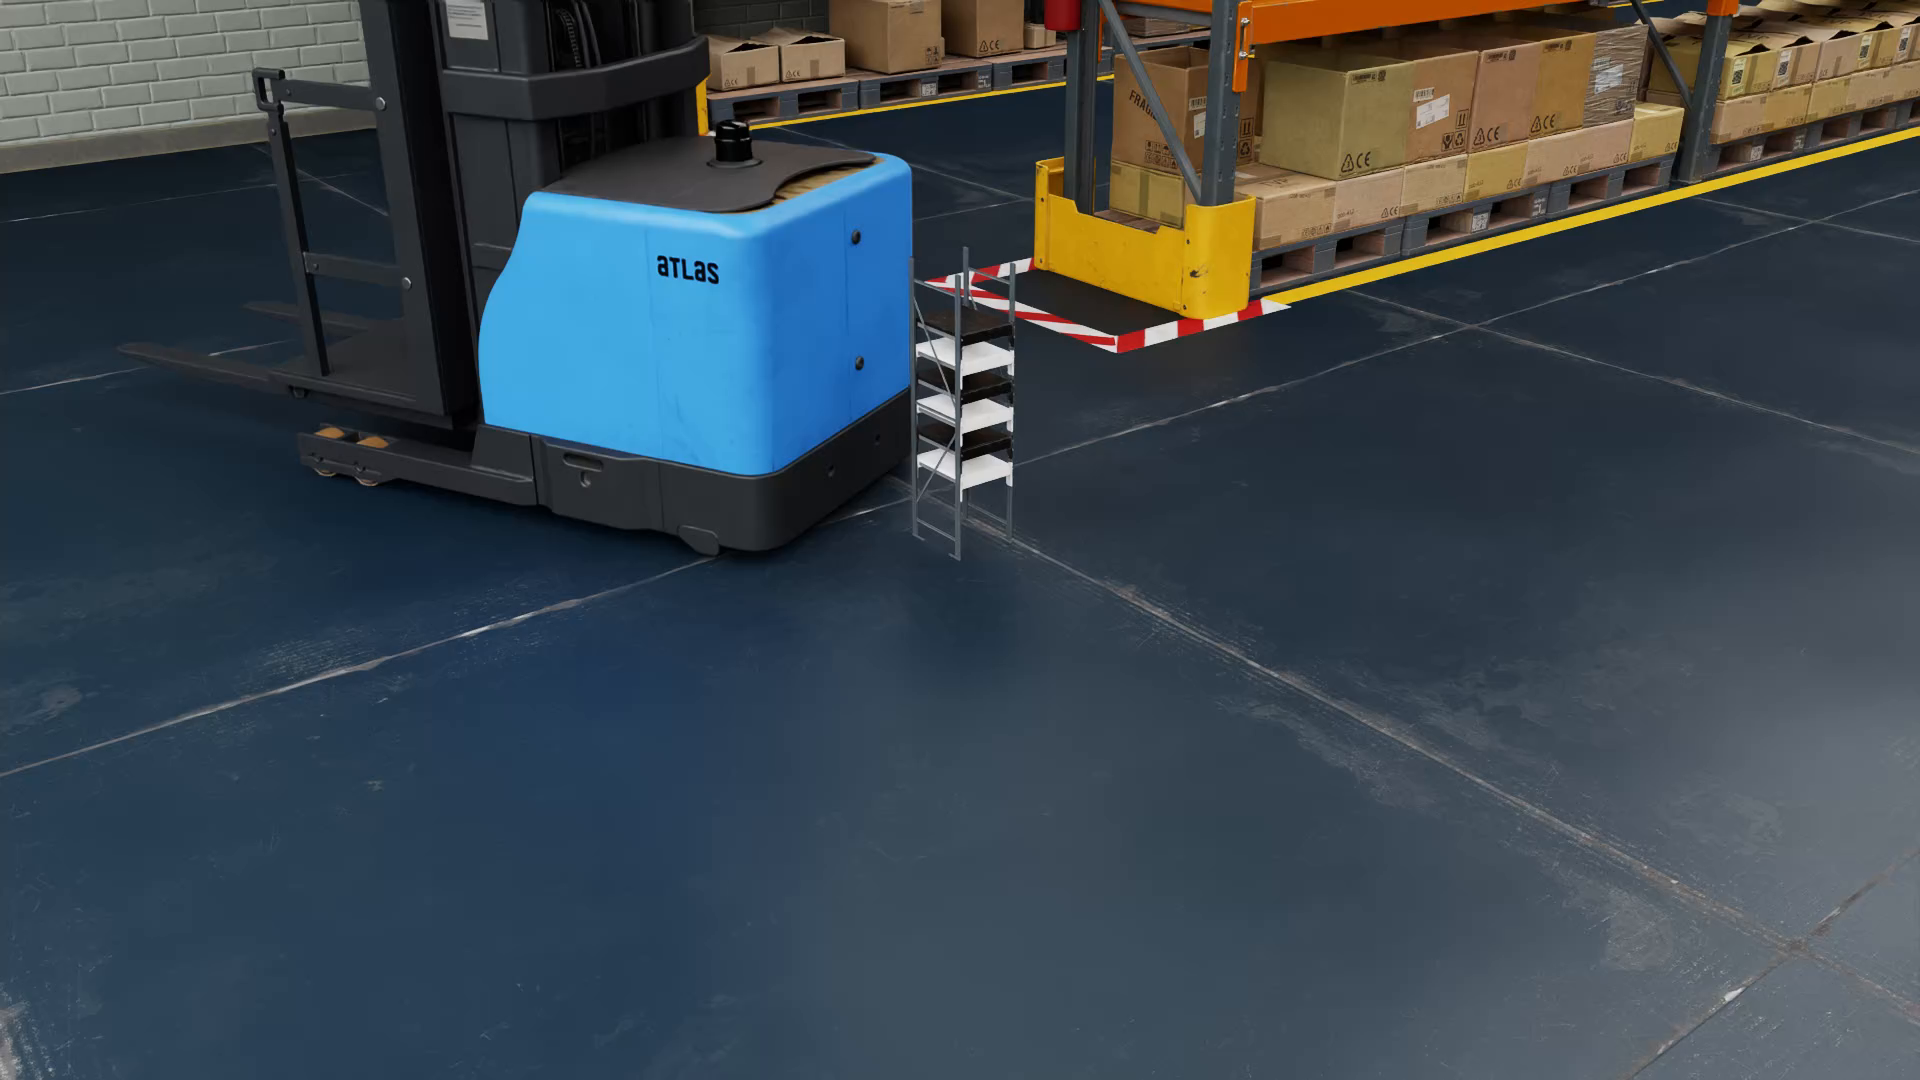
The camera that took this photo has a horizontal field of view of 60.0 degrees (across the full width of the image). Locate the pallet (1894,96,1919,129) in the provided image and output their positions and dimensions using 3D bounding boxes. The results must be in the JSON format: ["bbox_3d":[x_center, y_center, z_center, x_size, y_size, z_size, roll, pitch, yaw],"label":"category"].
[{"bbox_3d":[6.474,-3.180,11.851,1.213,0.211,1.003,-18,31,-34],"label":"pallet"}]

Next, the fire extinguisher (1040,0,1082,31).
[{"bbox_3d":[0.471,-2.656,7.501,0.183,0.674,0.296,-18,31,-34],"label":"fire extinguisher"}]

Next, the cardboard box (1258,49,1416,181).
[{"bbox_3d":[1.802,-2.047,7.974,0.500,0.500,0.500,-18,31,-34],"label":"cardboard box"}]

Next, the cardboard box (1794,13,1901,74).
[{"bbox_3d":[5.686,-3.229,10.745,0.500,0.311,0.500,-17,30,-33],"label":"cardboard box"}]

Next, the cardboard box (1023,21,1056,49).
[{"bbox_3d":[0.536,-4.012,13.175,0.380,0.166,0.250,22,33,39],"label":"cardboard box"}]

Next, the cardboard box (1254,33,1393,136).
[{"bbox_3d":[1.867,-2.353,8.634,0.500,0.500,0.500,-18,31,-34],"label":"cardboard box"}]

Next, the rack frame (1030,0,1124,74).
[{"bbox_3d":[0.939,-5.247,12.992,0.127,3.000,1.000,-18,31,-34],"label":"rack frame"}]

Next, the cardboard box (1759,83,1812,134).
[{"bbox_3d":[4.872,-2.705,10.282,0.500,0.250,0.500,-17,30,-33],"label":"cardboard box"}]

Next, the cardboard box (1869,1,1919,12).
[{"bbox_3d":[6.481,-3.488,11.305,0.500,0.311,0.500,-19,31,-35],"label":"cardboard box"}]

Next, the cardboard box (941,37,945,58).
[{"bbox_3d":[-0.332,-3.744,12.618,0.250,0.149,0.380,-21,32,-38],"label":"cardboard box"}]

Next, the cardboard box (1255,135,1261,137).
[{"bbox_3d":[1.869,-2.012,8.790,0.500,0.250,0.500,-18,31,-34],"label":"cardboard box"}]

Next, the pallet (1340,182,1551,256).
[{"bbox_3d":[2.386,-1.830,8.943,1.213,0.211,1.003,-18,31,-34],"label":"pallet"}]

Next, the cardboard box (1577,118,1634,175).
[{"bbox_3d":[3.369,-2.230,9.260,0.500,0.250,0.500,-18,31,-34],"label":"cardboard box"}]

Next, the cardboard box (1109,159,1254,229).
[{"bbox_3d":[1.091,-1.748,8.221,0.500,0.250,0.500,-18,31,-34],"label":"cardboard box"}]

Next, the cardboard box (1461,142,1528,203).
[{"bbox_3d":[2.592,-1.965,8.689,0.500,0.250,0.500,-18,31,-34],"label":"cardboard box"}]

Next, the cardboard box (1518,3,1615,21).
[{"bbox_3d":[3.440,-2.873,9.754,0.500,0.500,0.500,-18,31,-34],"label":"cardboard box"}]

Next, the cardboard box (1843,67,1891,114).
[{"bbox_3d":[5.679,-2.972,10.858,0.500,0.250,0.500,-18,30,-33],"label":"cardboard box"}]

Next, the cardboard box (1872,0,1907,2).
[{"bbox_3d":[6.553,-3.804,11.986,0.500,0.311,0.500,-17,30,-32],"label":"cardboard box"}]

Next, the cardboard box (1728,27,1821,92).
[{"bbox_3d":[4.875,-2.957,10.160,0.500,0.311,0.500,-19,31,-35],"label":"cardboard box"}]

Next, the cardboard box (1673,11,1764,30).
[{"bbox_3d":[4.940,-3.270,10.835,0.500,0.311,0.500,-18,31,-34],"label":"cardboard box"}]

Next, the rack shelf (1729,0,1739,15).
[{"bbox_3d":[5.572,-3.800,10.729,4.000,0.370,1.077,-18,31,-34],"label":"rack shelf"}]

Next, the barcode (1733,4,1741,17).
[{"bbox_3d":[4.456,-3.036,9.535,0.075,0.075,0.001,-18,31,-34],"label":"barcode"}]

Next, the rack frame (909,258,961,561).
[{"bbox_3d":[-0.074,-0.384,5.008,0.006,0.900,0.240,-18,31,-34],"label":"rack frame"}]

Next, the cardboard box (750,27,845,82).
[{"bbox_3d":[-1.160,-3.485,11.868,0.500,0.311,0.500,-15,29,-30],"label":"cardboard box"}]

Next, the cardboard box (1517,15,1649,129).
[{"bbox_3d":[3.368,-2.571,9.103,0.500,0.500,0.500,-18,31,-34],"label":"cardboard box"}]

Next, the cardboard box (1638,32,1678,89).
[{"bbox_3d":[4.140,-3.004,10.262,0.500,0.311,0.500,-18,31,-34],"label":"cardboard box"}]

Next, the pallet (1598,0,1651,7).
[{"bbox_3d":[6.674,-5.834,17.571,1.213,0.211,1.003,-18,31,-34],"label":"pallet"}]

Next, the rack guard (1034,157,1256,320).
[{"bbox_3d":[0.832,-1.427,7.732,0.348,0.500,1.175,-18,31,-34],"label":"rack guard"}]

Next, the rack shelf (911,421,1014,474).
[{"bbox_3d":[0.006,-0.298,5.117,0.200,0.077,0.258,-18,31,-34],"label":"rack shelf"}]

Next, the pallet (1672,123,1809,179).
[{"bbox_3d":[4.554,-2.546,10.485,1.213,0.211,1.003,-18,31,-34],"label":"pallet"}]

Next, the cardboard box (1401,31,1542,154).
[{"bbox_3d":[2.592,-2.305,8.531,0.500,0.500,0.500,-18,31,-34],"label":"cardboard box"}]

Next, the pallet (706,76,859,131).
[{"bbox_3d":[-1.488,-3.162,11.812,1.213,0.211,1.003,-18,31,-34],"label":"pallet"}]

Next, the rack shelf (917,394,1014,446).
[{"bbox_3d":[0.006,-0.380,5.079,0.200,0.077,0.258,-18,31,-34],"label":"rack shelf"}]

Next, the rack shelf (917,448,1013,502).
[{"bbox_3d":[0.006,-0.217,5.155,0.200,0.077,0.258,-18,31,-34],"label":"rack shelf"}]

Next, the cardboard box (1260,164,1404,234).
[{"bbox_3d":[1.801,-1.707,8.133,0.500,0.250,0.500,-18,31,-34],"label":"cardboard box"}]

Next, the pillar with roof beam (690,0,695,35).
[{"bbox_3d":[0.465,-5.971,7.426,0.400,9.000,9.100,-18,31,-34],"label":"pillar with roof beam"}]

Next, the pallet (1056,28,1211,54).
[{"bbox_3d":[1.551,-4.184,14.016,1.213,0.211,1.003,-18,31,-34],"label":"pallet"}]

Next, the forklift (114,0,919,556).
[{"bbox_3d":[-1.695,-1.696,5.422,3.031,2.935,1.130,12,27,24],"label":"forklift"}]

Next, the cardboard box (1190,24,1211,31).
[{"bbox_3d":[1.883,-4.660,14.174,0.500,0.500,0.700,-19,31,-35],"label":"cardboard box"}]

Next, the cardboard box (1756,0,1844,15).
[{"bbox_3d":[5.742,-3.534,11.402,0.500,0.311,0.500,-19,31,-35],"label":"cardboard box"}]

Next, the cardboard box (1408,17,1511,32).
[{"bbox_3d":[2.654,-2.613,9.195,0.500,0.500,0.500,-18,31,-34],"label":"cardboard box"}]

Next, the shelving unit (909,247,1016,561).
[{"bbox_3d":[0.006,-0.410,5.065,0.210,0.900,0.258,-18,31,-34],"label":"shelving unit"}]
